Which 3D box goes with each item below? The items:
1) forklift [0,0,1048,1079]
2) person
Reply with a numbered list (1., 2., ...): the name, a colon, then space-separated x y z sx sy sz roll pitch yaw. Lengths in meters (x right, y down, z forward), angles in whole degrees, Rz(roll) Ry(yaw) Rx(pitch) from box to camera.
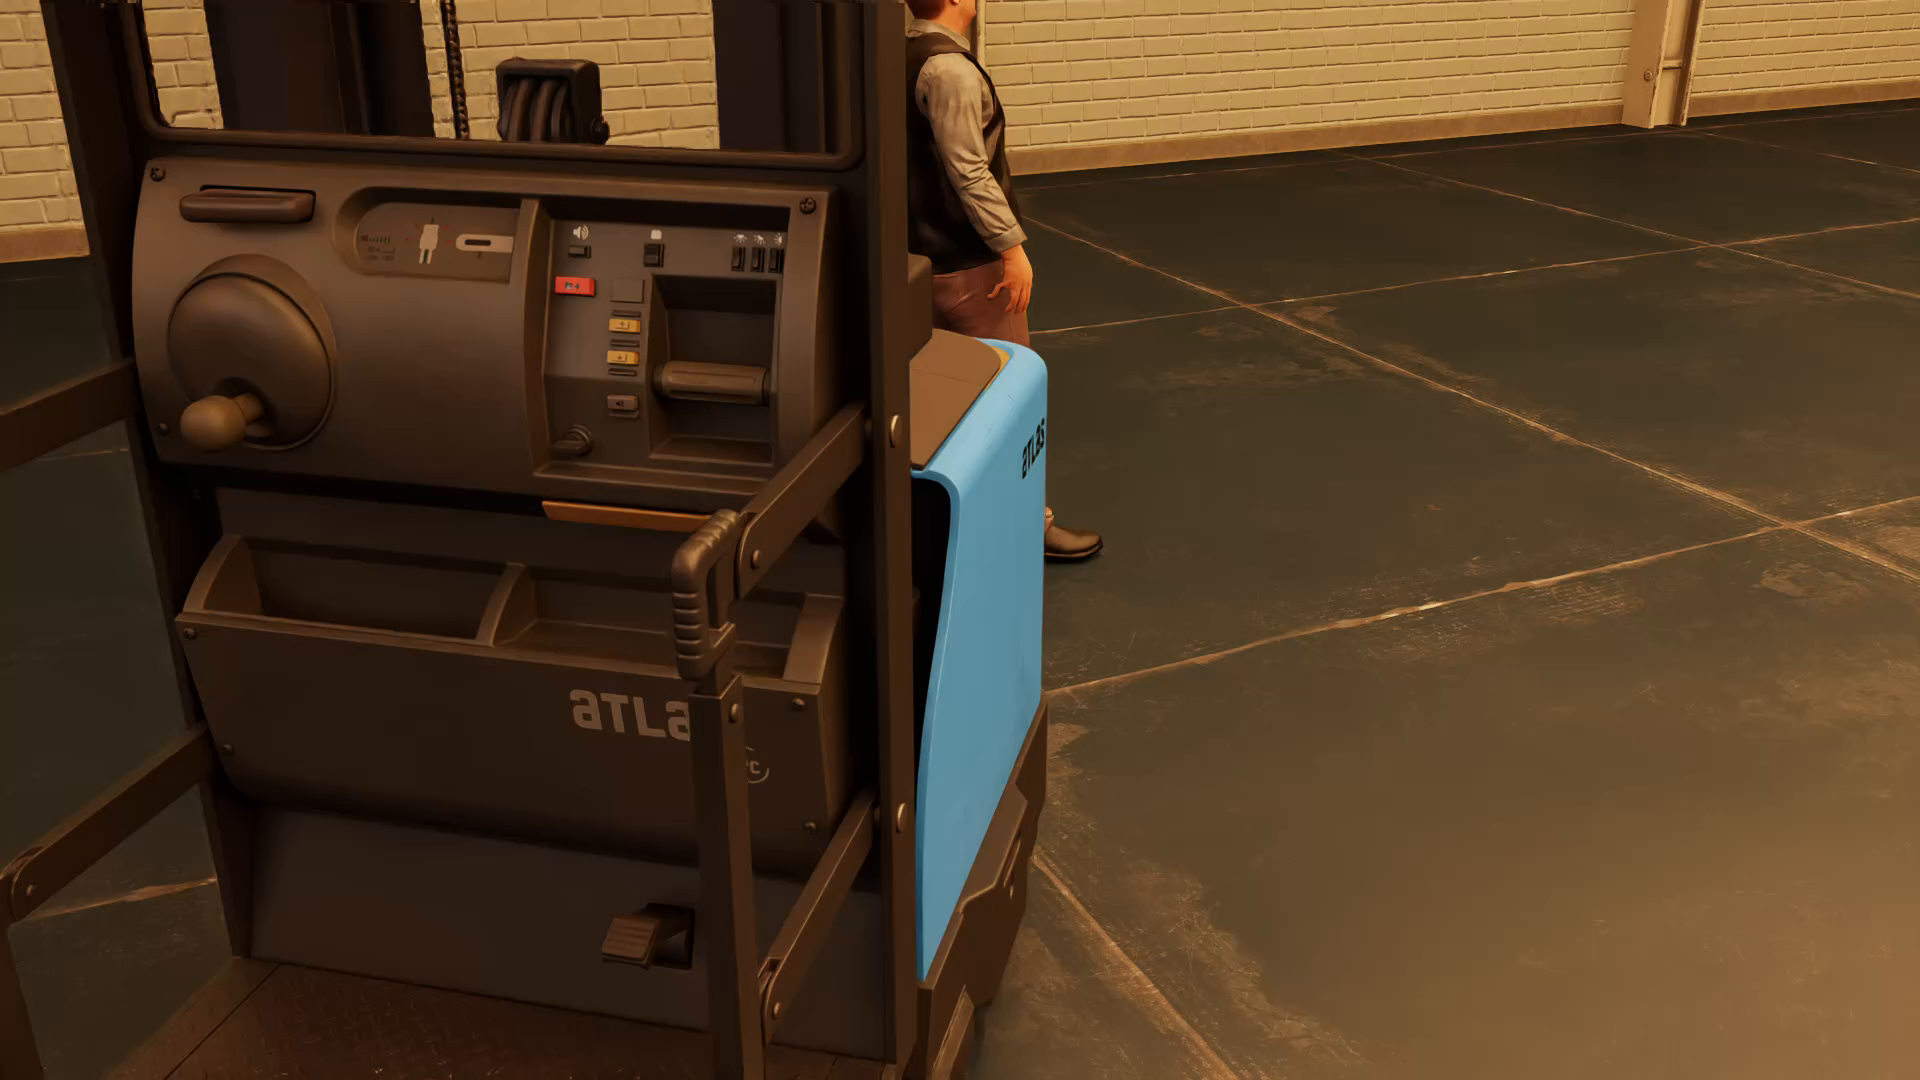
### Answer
1. forklift: -0.661 -0.247 1.880 1.130 2.935 3.031 5 23 13
2. person: 0.060 -0.809 4.792 0.568 1.721 0.633 -10 25 -23
